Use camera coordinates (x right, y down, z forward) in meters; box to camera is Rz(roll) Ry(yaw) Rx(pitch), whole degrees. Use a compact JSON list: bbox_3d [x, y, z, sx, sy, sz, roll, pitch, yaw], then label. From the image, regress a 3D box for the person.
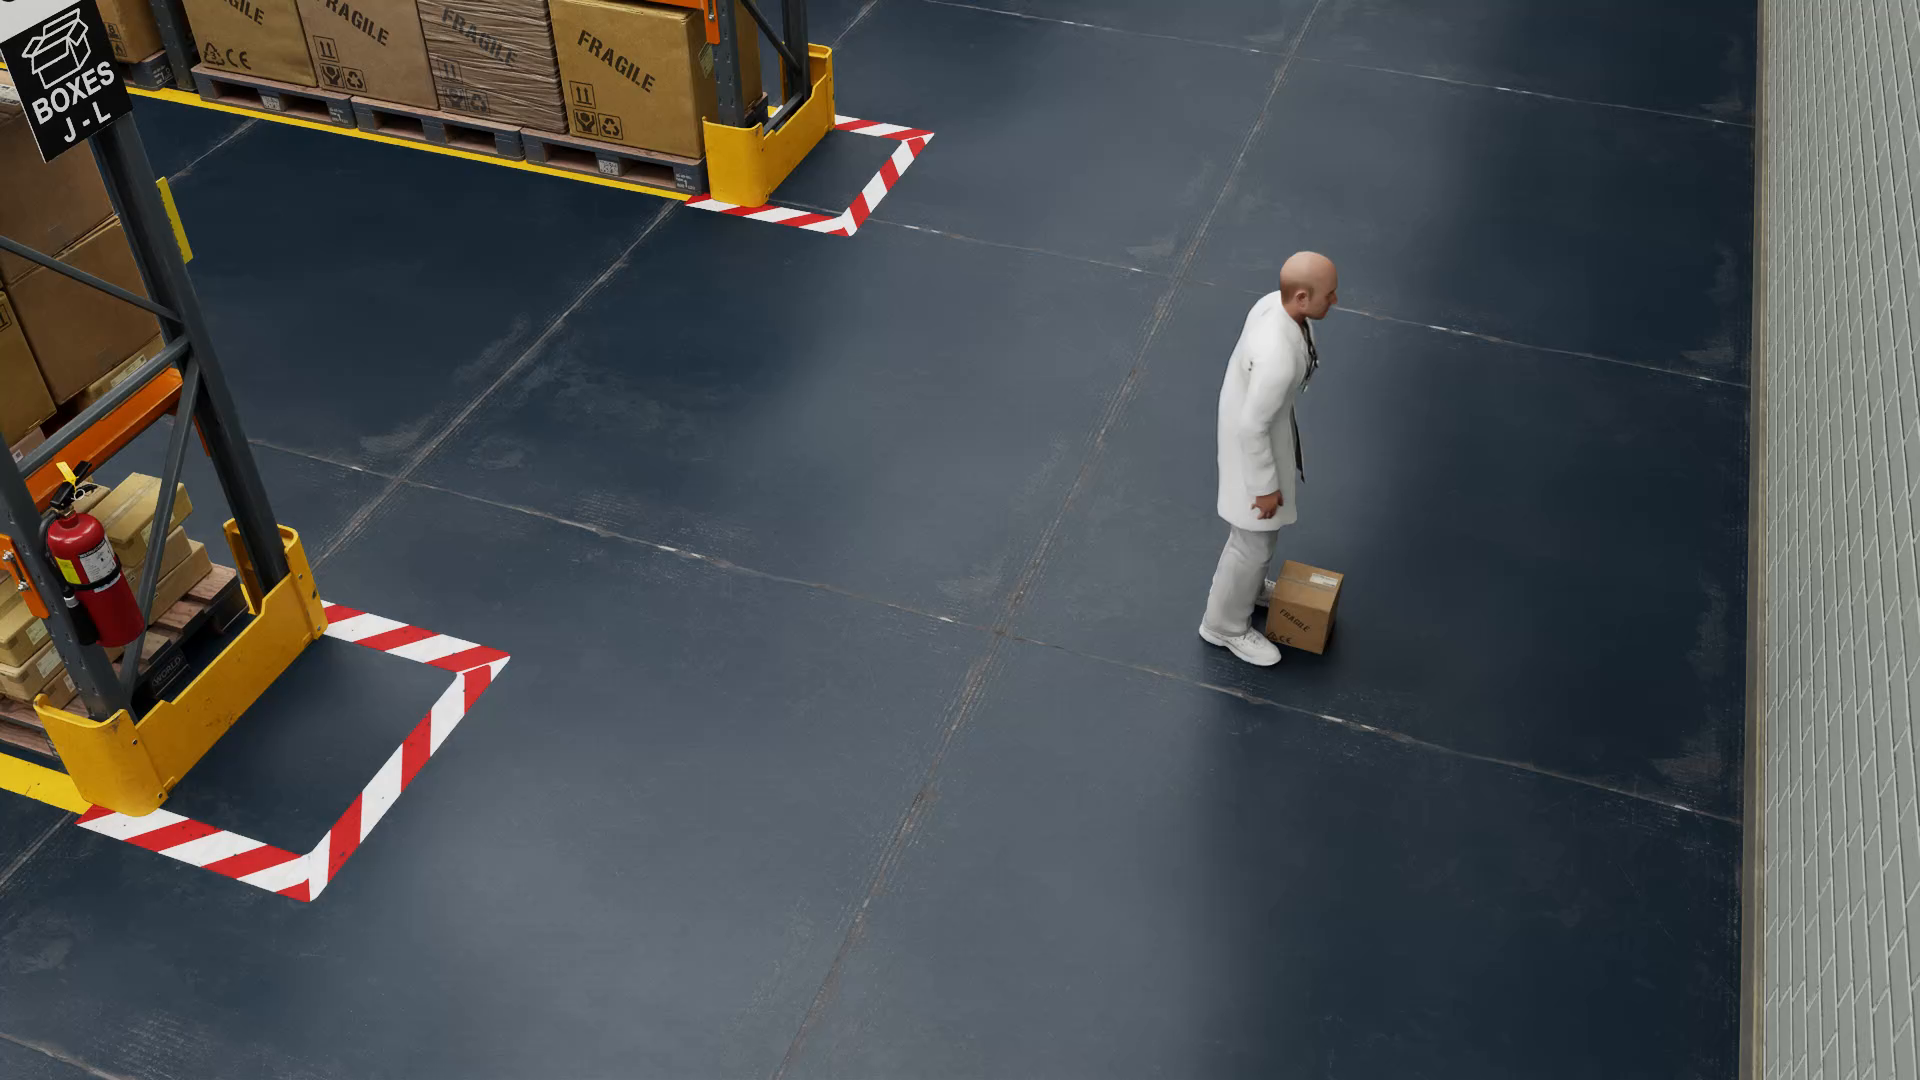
[{"bbox_3d":[1.219,-0.355,6.579,0.425,1.773,0.652,11,42,13],"label":"person"}]
